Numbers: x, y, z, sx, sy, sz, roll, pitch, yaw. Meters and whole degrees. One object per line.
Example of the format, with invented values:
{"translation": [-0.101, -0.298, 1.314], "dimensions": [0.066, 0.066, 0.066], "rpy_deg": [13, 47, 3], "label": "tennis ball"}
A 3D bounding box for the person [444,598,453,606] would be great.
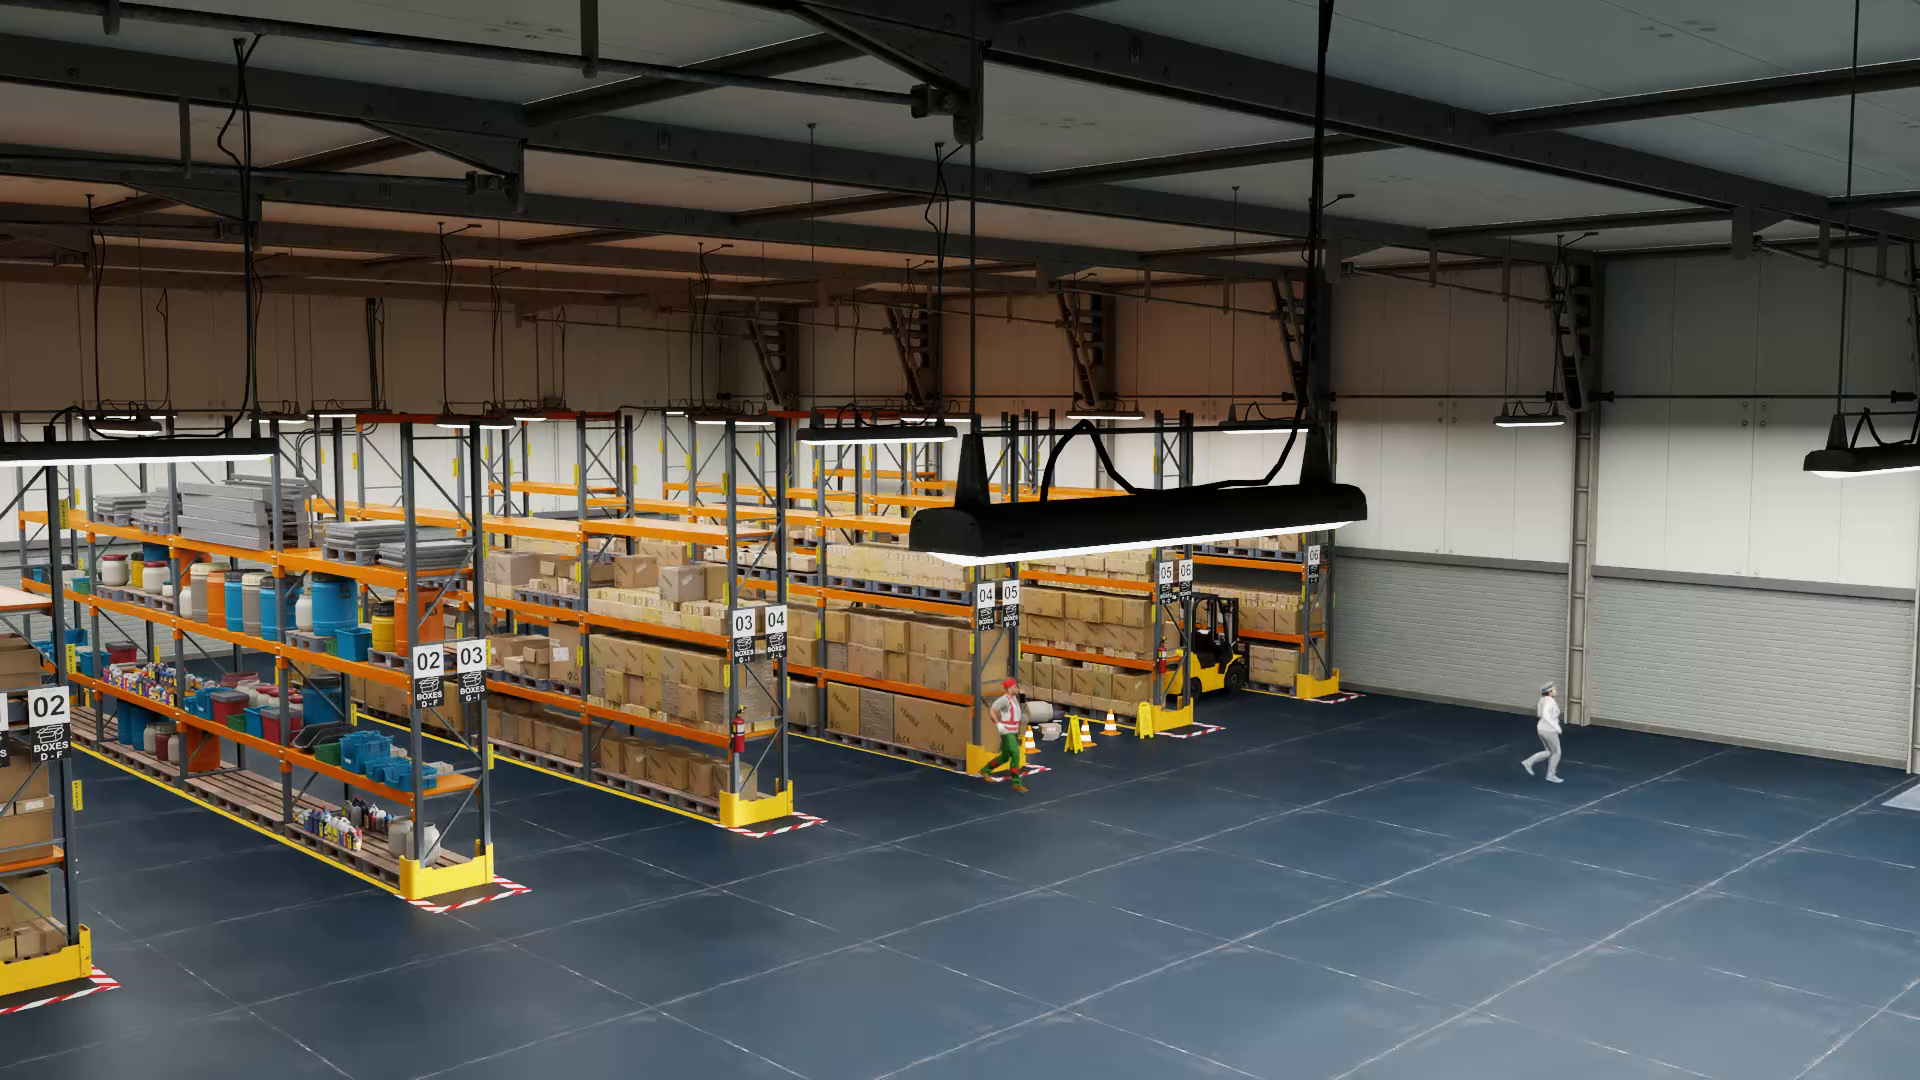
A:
{"translation": [-11.780, 2.148, 38.205], "dimensions": [0.718, 1.797, 0.981], "rpy_deg": [-1, 5, -17], "label": "person"}

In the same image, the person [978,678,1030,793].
{"translation": [0.759, 3.126, 26.809], "dimensions": [0.925, 1.787, 0.687], "rpy_deg": [2, 5, 22], "label": "person"}

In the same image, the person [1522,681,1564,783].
{"translation": [9.591, 3.139, 27.239], "dimensions": [0.636, 1.680, 0.627], "rpy_deg": [0, 5, 5], "label": "person"}
